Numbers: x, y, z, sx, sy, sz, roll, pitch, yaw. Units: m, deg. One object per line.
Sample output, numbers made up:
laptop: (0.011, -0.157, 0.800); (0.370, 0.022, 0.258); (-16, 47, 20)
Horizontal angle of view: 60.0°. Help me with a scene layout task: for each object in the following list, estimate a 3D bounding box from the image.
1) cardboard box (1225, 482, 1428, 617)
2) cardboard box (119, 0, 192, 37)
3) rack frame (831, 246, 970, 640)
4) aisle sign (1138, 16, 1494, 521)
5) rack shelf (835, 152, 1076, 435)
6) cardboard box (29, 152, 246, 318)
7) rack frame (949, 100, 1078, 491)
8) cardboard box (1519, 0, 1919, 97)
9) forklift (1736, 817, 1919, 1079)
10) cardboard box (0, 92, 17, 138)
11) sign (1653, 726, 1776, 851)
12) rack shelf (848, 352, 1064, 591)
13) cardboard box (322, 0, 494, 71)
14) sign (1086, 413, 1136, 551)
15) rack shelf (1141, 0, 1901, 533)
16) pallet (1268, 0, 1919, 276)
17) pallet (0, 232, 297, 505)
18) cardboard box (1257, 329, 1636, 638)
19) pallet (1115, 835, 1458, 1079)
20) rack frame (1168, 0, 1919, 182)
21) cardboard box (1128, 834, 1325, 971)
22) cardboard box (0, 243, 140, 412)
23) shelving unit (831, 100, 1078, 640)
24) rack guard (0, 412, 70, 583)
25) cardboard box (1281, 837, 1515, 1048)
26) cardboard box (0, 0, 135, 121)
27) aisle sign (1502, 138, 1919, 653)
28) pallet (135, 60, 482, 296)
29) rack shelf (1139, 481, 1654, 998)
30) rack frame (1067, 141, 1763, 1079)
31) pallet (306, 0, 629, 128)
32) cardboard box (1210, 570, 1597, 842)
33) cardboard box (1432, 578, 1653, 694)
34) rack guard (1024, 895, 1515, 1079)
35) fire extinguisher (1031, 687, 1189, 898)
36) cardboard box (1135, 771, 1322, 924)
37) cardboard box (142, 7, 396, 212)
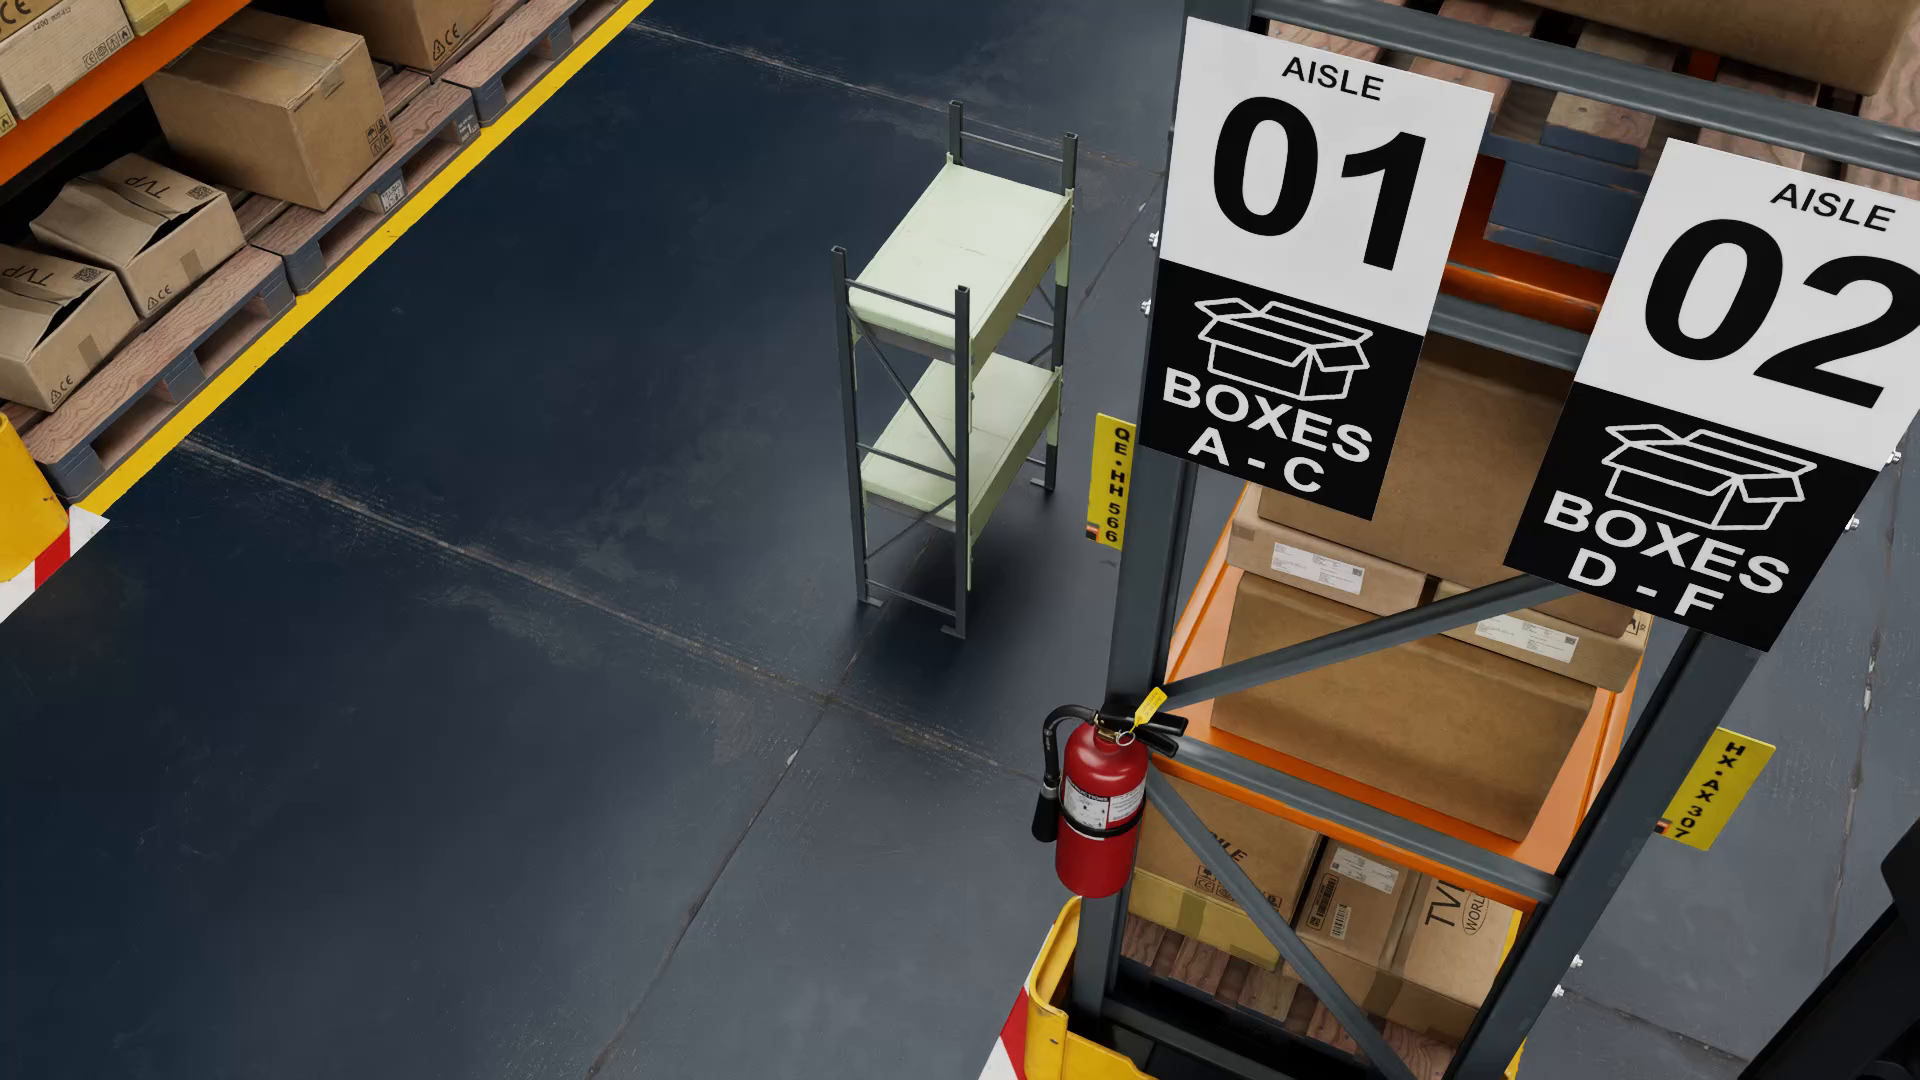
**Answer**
cardboard box: (0.754, -0.024, 3.309); (0.380, 0.149, 0.250); (19, 52, 15)
cardboard box: (-2.790, -1.967, 5.540); (0.500, 0.250, 0.500); (19, 52, 16)
rack frame: (-0.159, -0.229, 4.960); (0.400, 1.500, 0.023); (20, 52, 16)
aisle sign: (0.470, -0.349, 2.371); (0.394, 0.787, 0.004); (20, 52, 16)
rack shelf: (-0.003, -0.734, 4.878); (0.431, 0.370, 0.720); (20, 52, 16)
cardboard box: (-3.097, -1.177, 6.258); (0.500, 0.311, 0.500); (24, 54, 19)
rack frame: (0.154, -0.733, 5.389); (0.400, 1.500, 0.023); (20, 52, 16)
cardboard box: (1.013, -1.038, 2.259); (0.797, 0.503, 0.637); (23, 53, 18)
forklift: (1.921, 1.236, 2.774); (3.031, 2.935, 1.130); (-20, 52, -16)
cardboard box: (-3.222, -1.256, 4.935); (0.500, 0.250, 0.500); (18, 52, 15)
sign: (1.263, 0.422, 2.801); (0.100, 0.325, 0.005); (20, 52, 16)
rack shelf: (-0.003, -0.270, 5.423); (0.431, 0.370, 0.720); (20, 52, 16)
cardboard box: (-2.415, -2.425, 7.196); (0.500, 0.500, 0.500); (16, 52, 13)
sign: (0.279, -0.095, 2.945); (0.100, 0.325, 0.005); (20, 52, 16)
rack shelf: (1.618, -1.573, 3.621); (1.077, 0.370, 4.000); (20, 52, 16)
pallet: (1.089, -0.878, 2.616); (1.003, 0.211, 1.213); (20, 52, 16)
pallet: (-3.306, -0.762, 6.260); (1.003, 0.211, 1.213); (20, 52, 16)
cardboard box: (0.997, -0.263, 3.087); (0.700, 0.500, 0.500); (20, 52, 16)
pallet: (1.052, 0.907, 4.840); (1.003, 0.211, 1.213); (20, 52, 16)
rack frame: (0.763, -1.401, 1.033); (1.000, 3.000, 0.127); (20, 52, 16)
cardboard box: (0.725, 0.833, 4.601); (0.500, 0.250, 0.500); (20, 52, 16)
cardboard box: (-3.340, -0.784, 5.924); (0.500, 0.311, 0.500); (14, 51, 12)
shelving unit: (-0.003, -0.481, 5.175); (0.431, 1.500, 0.755); (20, 52, 16)
rack guard: (-3.685, -0.308, 5.684); (1.175, 0.500, 0.348); (20, 52, 16)
cardboard box: (1.194, 1.002, 4.458); (0.500, 0.250, 0.500); (20, 52, 16)
cardboard box: (-3.013, -1.618, 5.243); (0.500, 0.250, 0.500); (18, 52, 15)
aisle sign: (1.012, -0.154, 2.205); (0.394, 0.787, 0.004); (20, 52, 16)
pallet: (-2.783, -1.599, 6.972); (1.003, 0.211, 1.213); (20, 52, 16)
rack shelf: (1.618, -0.600, 4.764); (1.077, 0.370, 4.000); (20, 52, 16)
rack frame: (0.763, 0.544, 3.318); (1.000, 3.000, 0.127); (20, 52, 16)
pallet: (-2.263, -2.442, 7.690); (1.003, 0.211, 1.213); (20, 52, 16)
cardboard box: (0.974, 0.194, 3.550); (0.700, 0.500, 0.500); (20, 52, 16)
cardboard box: (1.126, 0.101, 3.203); (0.380, 0.149, 0.250); (19, 52, 16)
rack guard: (0.753, 1.370, 4.256); (1.175, 0.500, 0.348); (20, 52, 16)
fire extinguisher: (0.293, 0.499, 3.407); (0.296, 0.674, 0.183); (20, 52, 16)
cardboard box: (0.723, 0.589, 4.316); (0.500, 0.500, 0.500); (20, 52, 16)
cardboard box: (-2.738, -1.727, 6.602); (0.700, 0.500, 0.500); (17, 52, 14)
